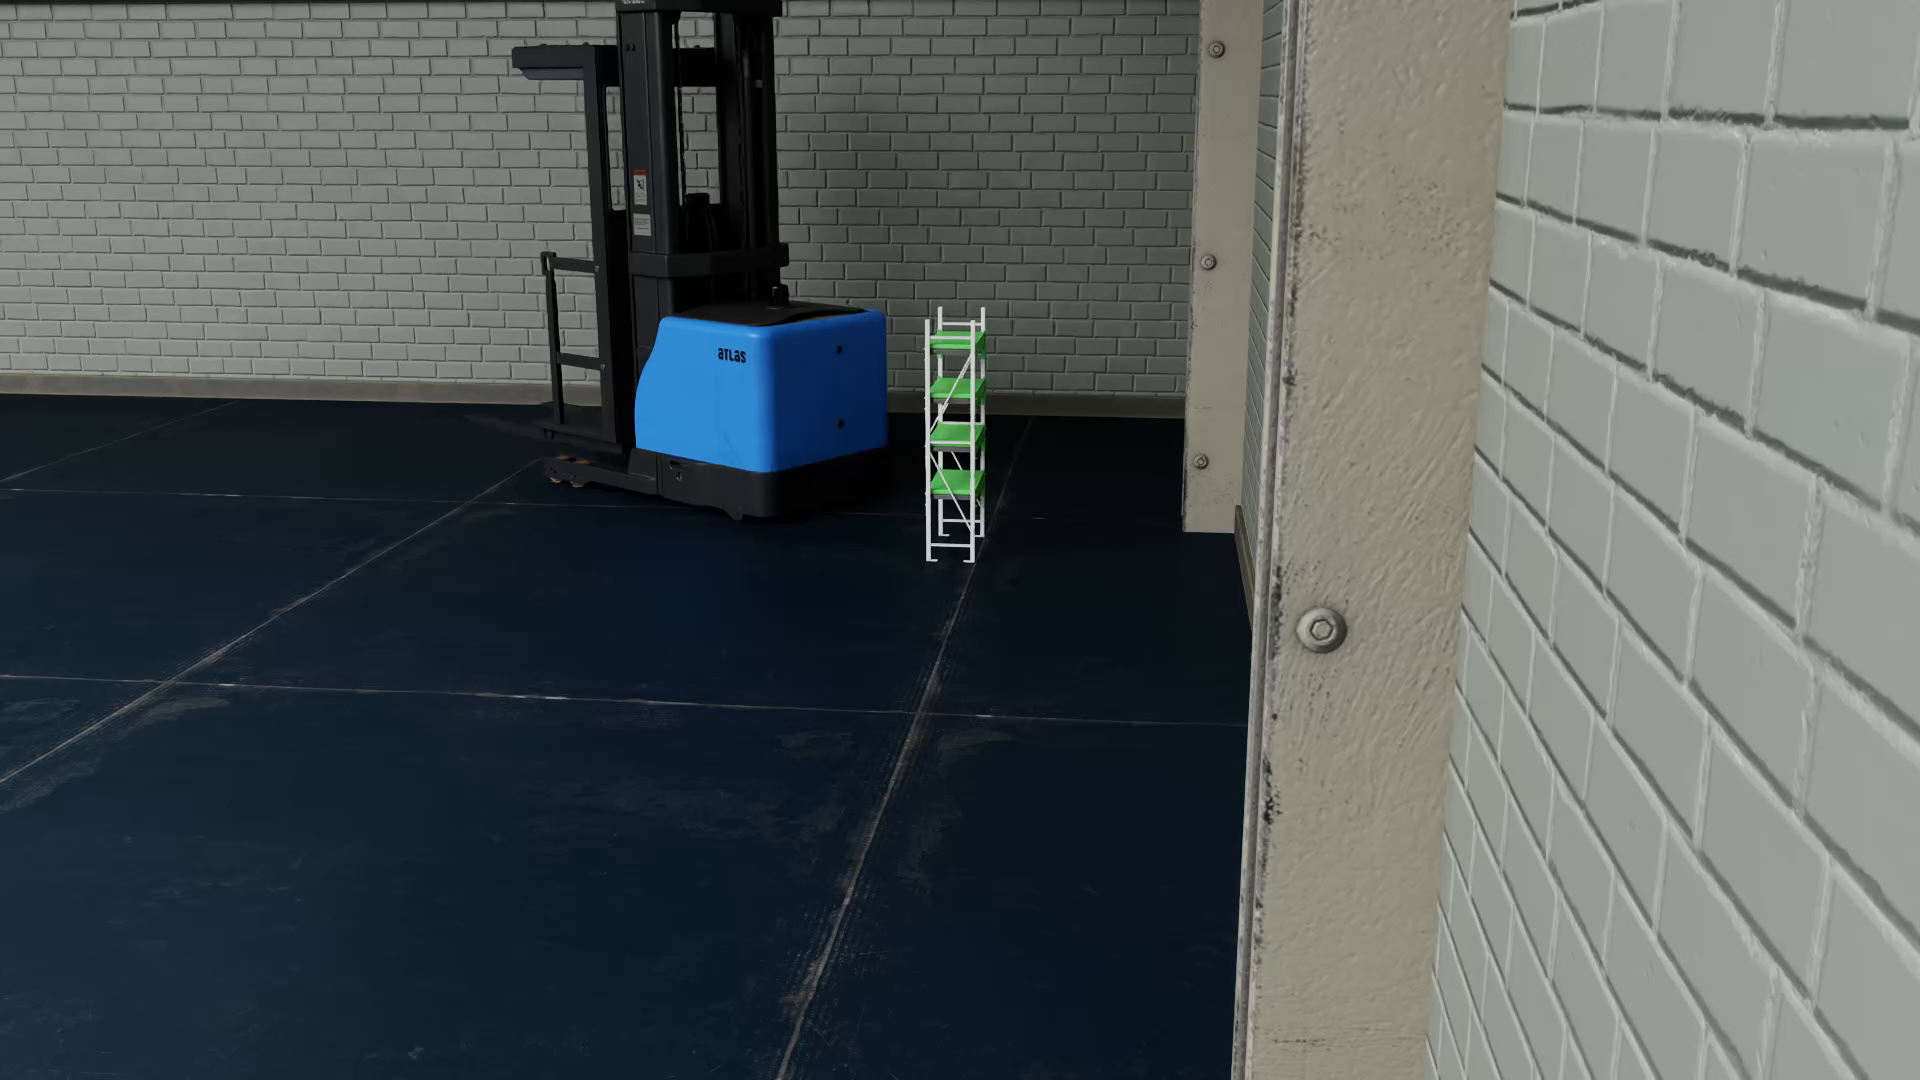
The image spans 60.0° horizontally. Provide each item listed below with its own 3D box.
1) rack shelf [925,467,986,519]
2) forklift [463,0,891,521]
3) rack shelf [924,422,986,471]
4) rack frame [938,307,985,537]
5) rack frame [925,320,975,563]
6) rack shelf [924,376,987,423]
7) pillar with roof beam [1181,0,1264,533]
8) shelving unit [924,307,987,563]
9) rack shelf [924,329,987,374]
[{"bbox_3d":[-0.019,-0.243,8.426,0.258,0.148,0.480,2,15,6],"label":"rack shelf"},{"bbox_3d":[-1.849,-1.813,9.752,3.031,2.935,1.130,12,19,38],"label":"forklift"},{"bbox_3d":[-0.019,-0.475,8.363,0.258,0.148,0.480,2,15,6],"label":"rack shelf"},{"bbox_3d":[0.009,-0.600,8.581,0.240,1.200,0.015,2,15,6],"label":"rack frame"},{"bbox_3d":[-0.046,-0.473,8.113,0.240,1.200,0.015,2,15,6],"label":"rack frame"},{"bbox_3d":[-0.019,-0.706,8.301,0.258,0.148,0.480,2,15,6],"label":"rack shelf"},{"bbox_3d":[-2.920,-4.563,8.296,9.100,9.000,0.400,2,15,6],"label":"pillar with roof beam"},{"bbox_3d":[-0.019,-0.536,8.347,0.258,1.200,0.503,2,15,6],"label":"shelving unit"},{"bbox_3d":[-0.019,-0.938,8.238,0.258,0.148,0.480,2,15,6],"label":"rack shelf"}]
